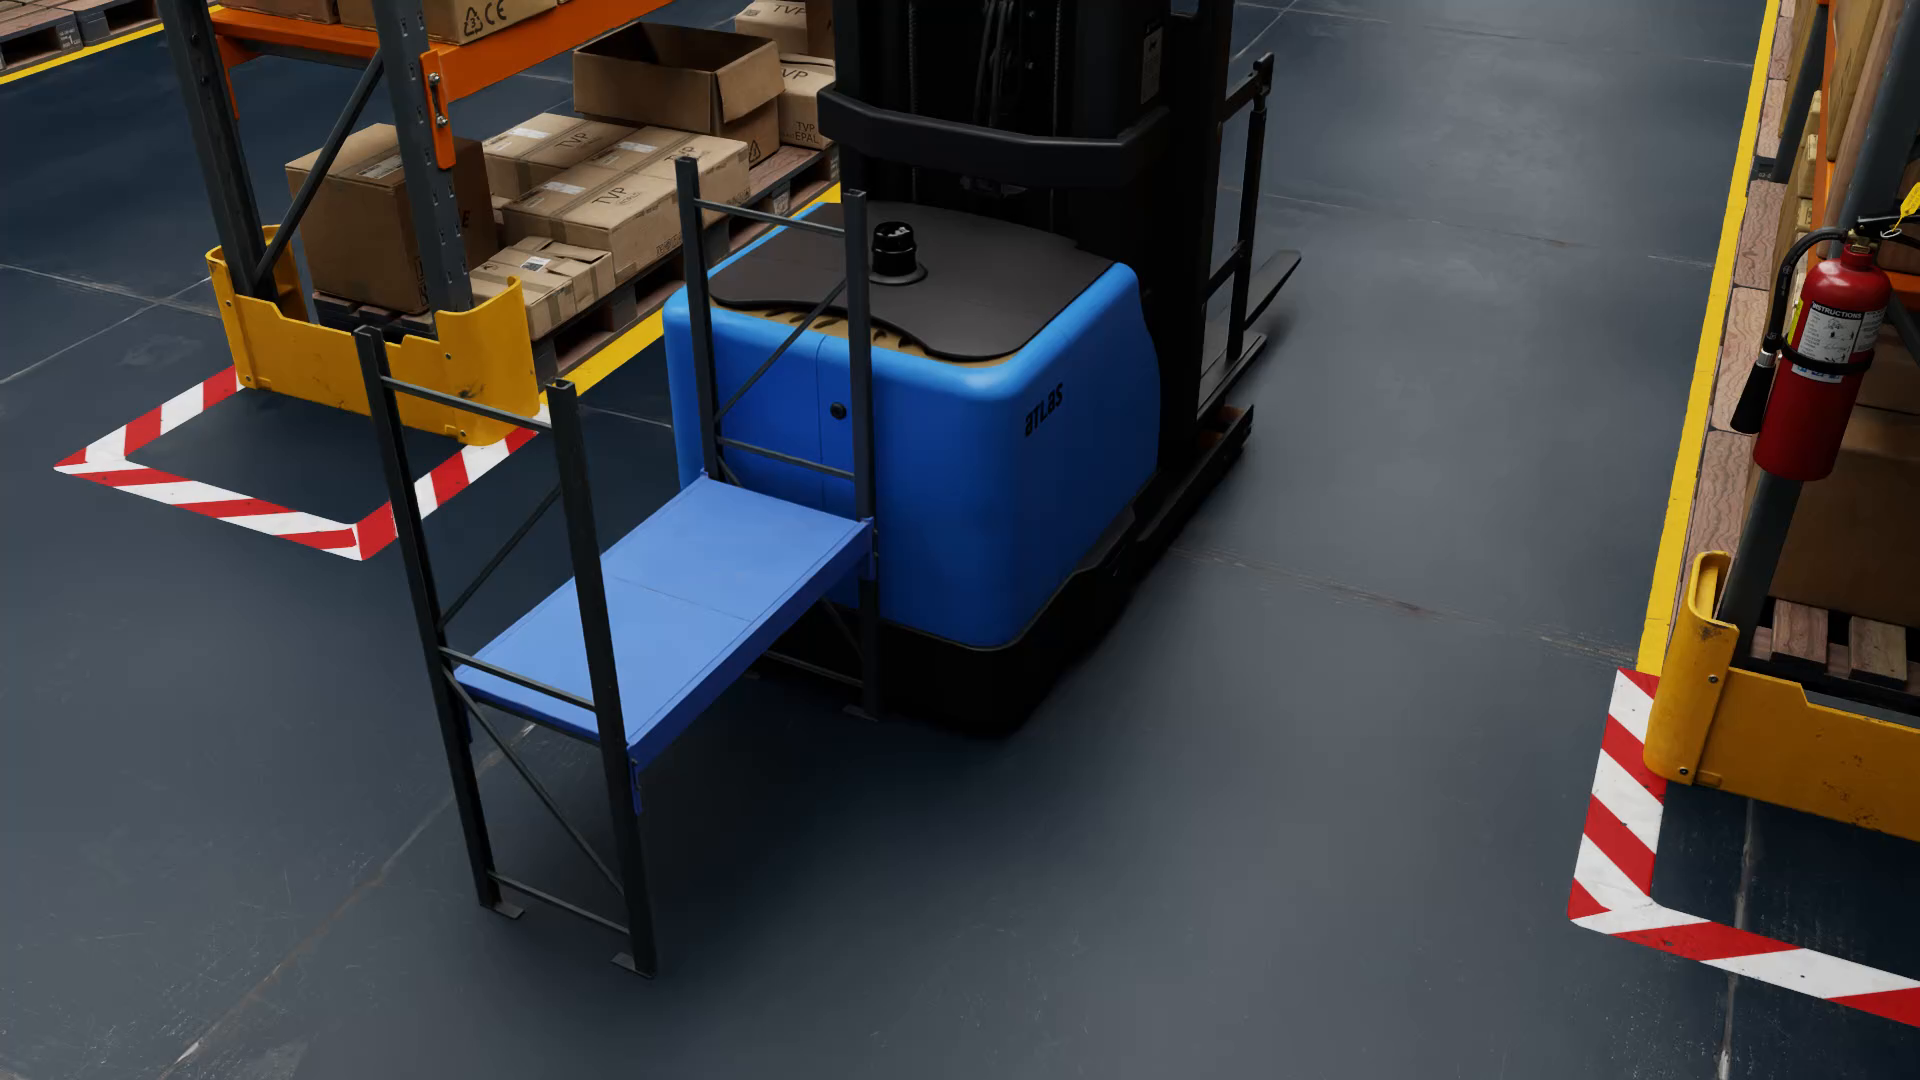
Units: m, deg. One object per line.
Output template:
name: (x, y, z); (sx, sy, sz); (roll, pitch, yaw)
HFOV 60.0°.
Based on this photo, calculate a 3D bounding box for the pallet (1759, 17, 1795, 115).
pallet: (4.821, -2.451, 8.795); (1.003, 0.211, 1.213); (14, 36, 20)

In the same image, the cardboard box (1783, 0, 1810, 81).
cardboard box: (4.580, -2.679, 8.178); (0.750, 0.750, 0.750); (15, 36, 22)

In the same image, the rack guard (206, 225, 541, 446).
rack guard: (-2.085, -0.740, 5.923); (1.175, 0.500, 0.348); (14, 36, 20)

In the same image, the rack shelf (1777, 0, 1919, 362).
rack shelf: (3.221, -1.309, 5.166); (1.077, 0.370, 4.000); (14, 36, 20)

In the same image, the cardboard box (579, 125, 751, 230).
cardboard box: (-1.214, -1.486, 6.887); (0.500, 0.250, 0.500); (14, 36, 20)

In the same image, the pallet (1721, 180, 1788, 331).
pallet: (3.668, -1.079, 6.702); (1.003, 0.211, 1.213); (14, 36, 20)

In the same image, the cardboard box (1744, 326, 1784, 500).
cardboard box: (2.795, -0.364, 4.967); (0.700, 0.500, 0.500); (14, 36, 20)

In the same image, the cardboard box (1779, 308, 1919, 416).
cardboard box: (2.474, -0.492, 4.570); (0.380, 0.149, 0.250); (14, 36, 20)

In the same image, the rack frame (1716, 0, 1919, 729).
rack frame: (2.384, -0.613, 3.450); (1.000, 3.000, 0.127); (14, 36, 20)

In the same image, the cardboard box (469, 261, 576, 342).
cardboard box: (-1.630, -0.869, 6.039); (0.380, 0.149, 0.250); (14, 36, 20)

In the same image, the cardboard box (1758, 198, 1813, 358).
cardboard box: (3.221, -0.882, 5.757); (0.700, 0.500, 0.500); (15, 36, 22)

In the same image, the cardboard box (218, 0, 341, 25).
cardboard box: (-2.177, -2.075, 5.588); (0.500, 0.500, 0.500); (15, 36, 22)

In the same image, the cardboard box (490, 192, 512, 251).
cardboard box: (-1.862, -1.255, 6.612); (0.380, 0.166, 0.250); (14, 36, 20)

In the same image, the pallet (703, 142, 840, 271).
pallet: (-1.241, -1.622, 7.532); (1.003, 0.211, 1.213); (14, 36, 20)

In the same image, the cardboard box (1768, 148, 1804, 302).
cardboard box: (3.438, -1.137, 6.146); (0.700, 0.500, 0.500); (14, 36, 20)

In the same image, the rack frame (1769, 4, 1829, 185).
rack frame: (4.057, -2.605, 6.488); (1.000, 3.000, 0.127); (14, 36, 20)

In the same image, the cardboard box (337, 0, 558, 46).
cardboard box: (-1.692, -1.950, 5.397); (0.500, 0.500, 0.500); (15, 36, 21)

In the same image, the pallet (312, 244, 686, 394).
pallet: (-1.753, -1.017, 6.608); (1.003, 0.211, 1.213); (14, 36, 20)

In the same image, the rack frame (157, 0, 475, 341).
rack frame: (-2.117, -1.748, 5.180); (1.000, 3.000, 0.127); (14, 36, 20)

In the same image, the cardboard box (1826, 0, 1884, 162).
cardboard box: (2.882, -1.360, 4.315); (0.980, 0.700, 0.700); (14, 36, 20)

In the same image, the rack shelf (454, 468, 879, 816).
rack shelf: (-0.672, 0.196, 3.912); (0.538, 0.185, 1.000); (16, 37, 23)

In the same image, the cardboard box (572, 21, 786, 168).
cardboard box: (-1.225, -1.943, 7.353); (0.797, 0.503, 0.637); (14, 36, 20)

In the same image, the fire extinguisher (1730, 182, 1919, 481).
fire extinguisher: (1.902, -0.456, 3.620); (0.296, 0.674, 0.183); (14, 36, 20)

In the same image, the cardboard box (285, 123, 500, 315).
cardboard box: (-2.113, -1.214, 6.244); (0.500, 0.500, 0.500); (14, 36, 20)

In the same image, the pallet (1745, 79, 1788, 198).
pallet: (4.312, -1.841, 7.865); (1.003, 0.211, 1.213); (14, 36, 20)

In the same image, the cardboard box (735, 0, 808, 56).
cardboard box: (-0.816, -2.640, 8.592); (0.500, 0.311, 0.500); (14, 36, 20)

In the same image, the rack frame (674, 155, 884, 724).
rack frame: (-0.436, -0.201, 4.190); (0.500, 1.500, 0.032); (16, 37, 23)

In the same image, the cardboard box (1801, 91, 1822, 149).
cardboard box: (3.342, -1.529, 6.152); (0.380, 0.149, 0.250); (15, 36, 22)

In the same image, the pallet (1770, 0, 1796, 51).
pallet: (5.333, -3.056, 9.718); (1.003, 0.211, 1.213); (14, 36, 20)

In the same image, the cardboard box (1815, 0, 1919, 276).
cardboard box: (2.588, -0.995, 3.758); (0.980, 0.700, 0.700); (16, 36, 23)

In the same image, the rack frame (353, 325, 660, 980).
rack frame: (-0.908, 0.292, 3.437); (0.500, 1.500, 0.032); (16, 37, 23)

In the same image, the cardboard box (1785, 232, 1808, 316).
cardboard box: (3.005, -0.615, 5.349); (0.700, 0.500, 0.500); (13, 35, 19)

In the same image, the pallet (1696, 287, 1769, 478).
pallet: (3.159, -0.469, 5.772); (1.003, 0.211, 1.213); (14, 36, 20)

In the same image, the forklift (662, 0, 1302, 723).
forklift: (0.350, -1.531, 4.911); (1.130, 2.935, 3.031); (16, 37, 23)

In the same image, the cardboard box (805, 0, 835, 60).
cardboard box: (-0.424, -2.530, 8.251); (0.500, 0.500, 0.500); (14, 36, 20)

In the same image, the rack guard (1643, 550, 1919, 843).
rack guard: (2.374, 0.444, 4.117); (1.175, 0.500, 0.348); (14, 36, 20)

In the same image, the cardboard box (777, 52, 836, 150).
cardboard box: (-0.738, -2.077, 7.733); (0.500, 0.311, 0.500); (14, 36, 20)

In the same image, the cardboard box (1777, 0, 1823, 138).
cardboard box: (4.211, -2.236, 7.501); (0.750, 0.750, 0.750); (15, 36, 21)

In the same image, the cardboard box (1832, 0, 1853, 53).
cardboard box: (3.210, -1.738, 4.891); (0.980, 0.700, 0.700); (12, 35, 18)

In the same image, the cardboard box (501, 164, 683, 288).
cardboard box: (-1.423, -1.237, 6.507); (0.500, 0.250, 0.500); (14, 36, 20)

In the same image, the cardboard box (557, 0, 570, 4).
cardboard box: (-1.481, -2.208, 5.791); (0.500, 0.500, 0.500); (14, 36, 20)

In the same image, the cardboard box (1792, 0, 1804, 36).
cardboard box: (4.932, -3.103, 8.825); (0.750, 0.750, 0.750); (14, 36, 20)

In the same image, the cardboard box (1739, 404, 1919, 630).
cardboard box: (2.586, -0.115, 4.587); (0.700, 0.500, 0.500); (14, 36, 20)

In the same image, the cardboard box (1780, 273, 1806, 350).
cardboard box: (2.580, -0.620, 4.765); (0.380, 0.149, 0.250); (15, 36, 22)

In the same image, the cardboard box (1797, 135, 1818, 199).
cardboard box: (3.124, -1.269, 5.755); (0.380, 0.149, 0.250); (13, 35, 19)

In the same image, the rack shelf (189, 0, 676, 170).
rack shelf: (-1.280, -2.443, 6.896); (1.077, 0.370, 4.000); (14, 36, 20)

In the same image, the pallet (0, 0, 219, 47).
pallet: (-5.213, -3.337, 10.147); (1.003, 0.211, 1.213); (14, 36, 20)

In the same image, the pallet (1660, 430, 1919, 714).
pallet: (2.647, 0.137, 4.849); (1.003, 0.211, 1.213); (14, 36, 20)

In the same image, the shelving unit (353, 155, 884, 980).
shelving unit: (-0.672, 0.045, 3.813); (0.538, 1.500, 1.048); (16, 37, 23)

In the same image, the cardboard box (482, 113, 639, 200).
cardboard box: (-1.689, -1.576, 7.024); (0.500, 0.250, 0.500); (14, 36, 20)

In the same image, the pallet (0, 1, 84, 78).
pallet: (-5.722, -2.727, 9.217); (1.003, 0.211, 1.213); (14, 36, 20)

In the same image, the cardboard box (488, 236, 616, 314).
cardboard box: (-1.525, -1.001, 6.224); (0.380, 0.166, 0.250); (14, 36, 20)

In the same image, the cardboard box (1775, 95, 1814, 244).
cardboard box: (3.651, -1.387, 6.526); (0.700, 0.500, 0.500); (15, 36, 21)
